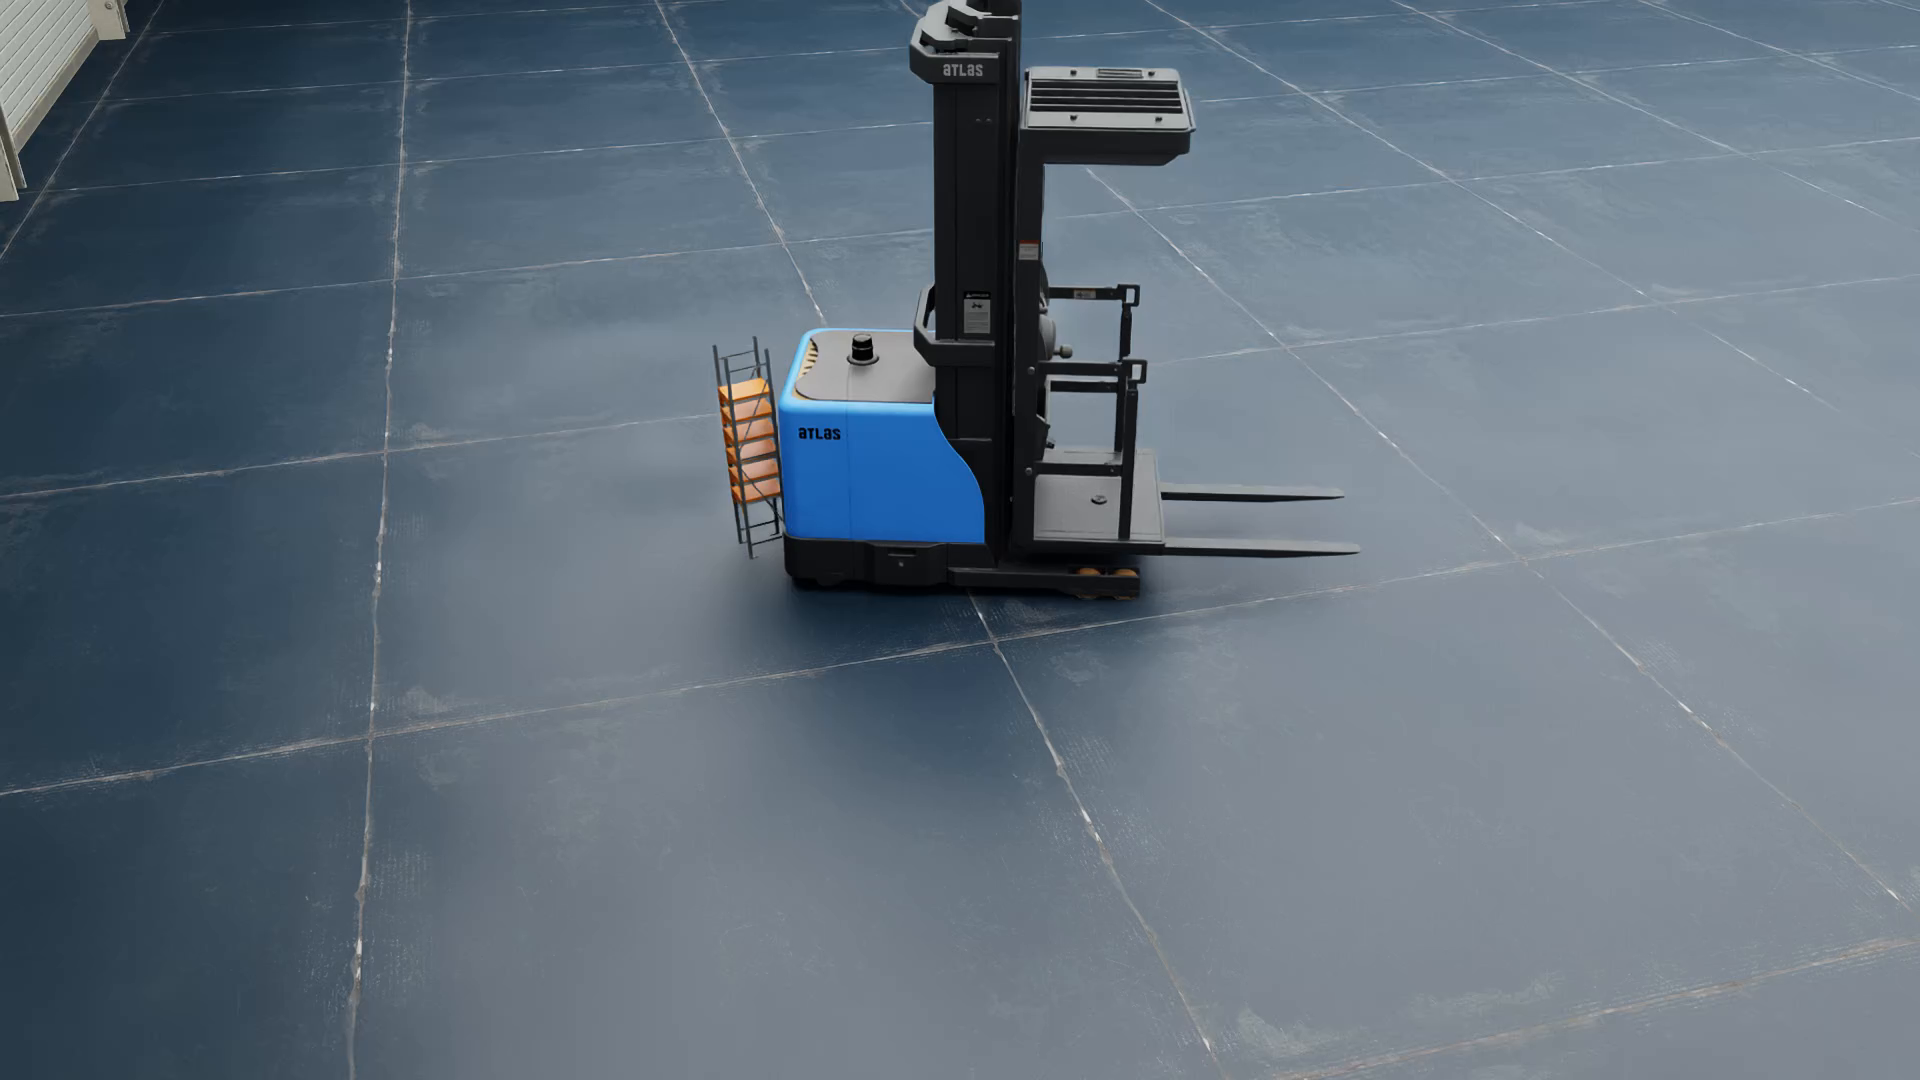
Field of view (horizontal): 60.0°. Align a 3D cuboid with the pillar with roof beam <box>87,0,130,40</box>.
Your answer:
[{"bbox_3d":[-5.747,-10.361,18.168,9.100,9.000,0.400,-8,31,-13],"label":"pillar with roof beam"}]

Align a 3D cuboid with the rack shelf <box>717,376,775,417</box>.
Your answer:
[{"bbox_3d":[-1.119,-0.751,8.709,0.258,0.103,0.180,-16,33,-20],"label":"rack shelf"}]

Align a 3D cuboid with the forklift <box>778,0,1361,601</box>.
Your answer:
[{"bbox_3d":[0.608,-1.225,8.440,3.031,2.935,1.130,2,30,3],"label":"forklift"}]

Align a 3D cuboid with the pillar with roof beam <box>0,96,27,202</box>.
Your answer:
[{"bbox_3d":[-4.154,-7.463,13.161,9.100,9.000,0.400,-8,31,-13],"label":"pillar with roof beam"}]

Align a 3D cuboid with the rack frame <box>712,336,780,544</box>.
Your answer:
[{"bbox_3d":[-1.144,-0.523,8.943,0.240,1.200,0.006,-16,33,-20],"label":"rack frame"}]

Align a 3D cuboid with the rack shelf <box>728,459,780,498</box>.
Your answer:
[{"bbox_3d":[-1.097,-0.341,8.956,0.258,0.103,0.180,-16,33,-20],"label":"rack shelf"}]

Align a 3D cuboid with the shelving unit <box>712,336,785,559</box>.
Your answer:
[{"bbox_3d":[-1.105,-0.482,8.872,0.258,1.200,0.189,-16,33,-20],"label":"shelving unit"}]

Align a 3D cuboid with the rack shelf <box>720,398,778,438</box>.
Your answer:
[{"bbox_3d":[-1.114,-0.649,8.771,0.258,0.103,0.180,-16,33,-20],"label":"rack shelf"}]

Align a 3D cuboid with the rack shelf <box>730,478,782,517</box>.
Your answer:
[{"bbox_3d":[-1.092,-0.238,9.018,0.258,0.103,0.180,-16,33,-20],"label":"rack shelf"}]

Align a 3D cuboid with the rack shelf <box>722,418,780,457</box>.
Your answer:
[{"bbox_3d":[-1.108,-0.546,8.833,0.258,0.103,0.180,-16,33,-20],"label":"rack shelf"}]

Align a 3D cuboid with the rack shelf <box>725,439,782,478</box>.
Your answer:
[{"bbox_3d":[-1.103,-0.444,8.895,0.258,0.103,0.180,-16,33,-20],"label":"rack shelf"}]

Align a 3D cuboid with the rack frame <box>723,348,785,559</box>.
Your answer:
[{"bbox_3d":[-1.066,-0.440,8.800,0.240,1.200,0.006,-16,33,-20],"label":"rack frame"}]
